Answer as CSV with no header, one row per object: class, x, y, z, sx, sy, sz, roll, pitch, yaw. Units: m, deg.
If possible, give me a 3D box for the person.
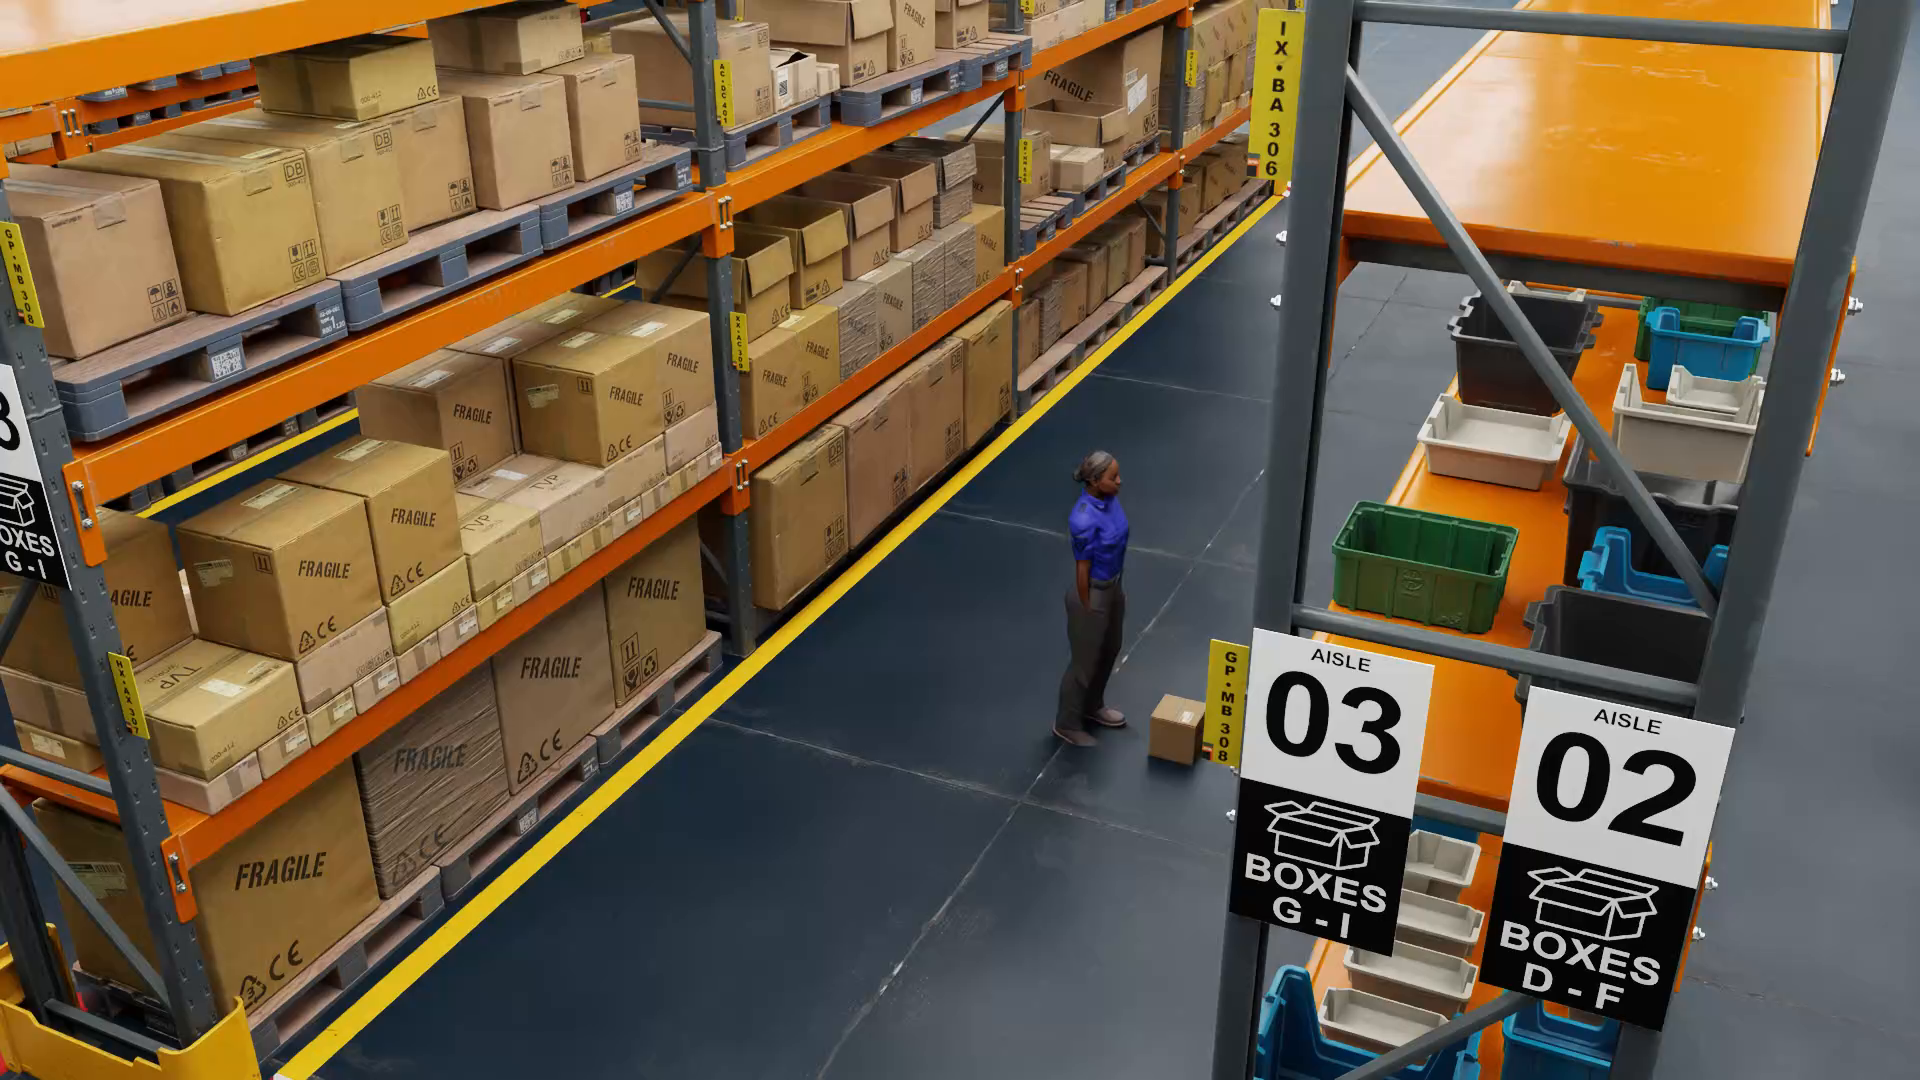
person,0.728,0.310,8.843,0.329,1.694,0.437,12,29,23
